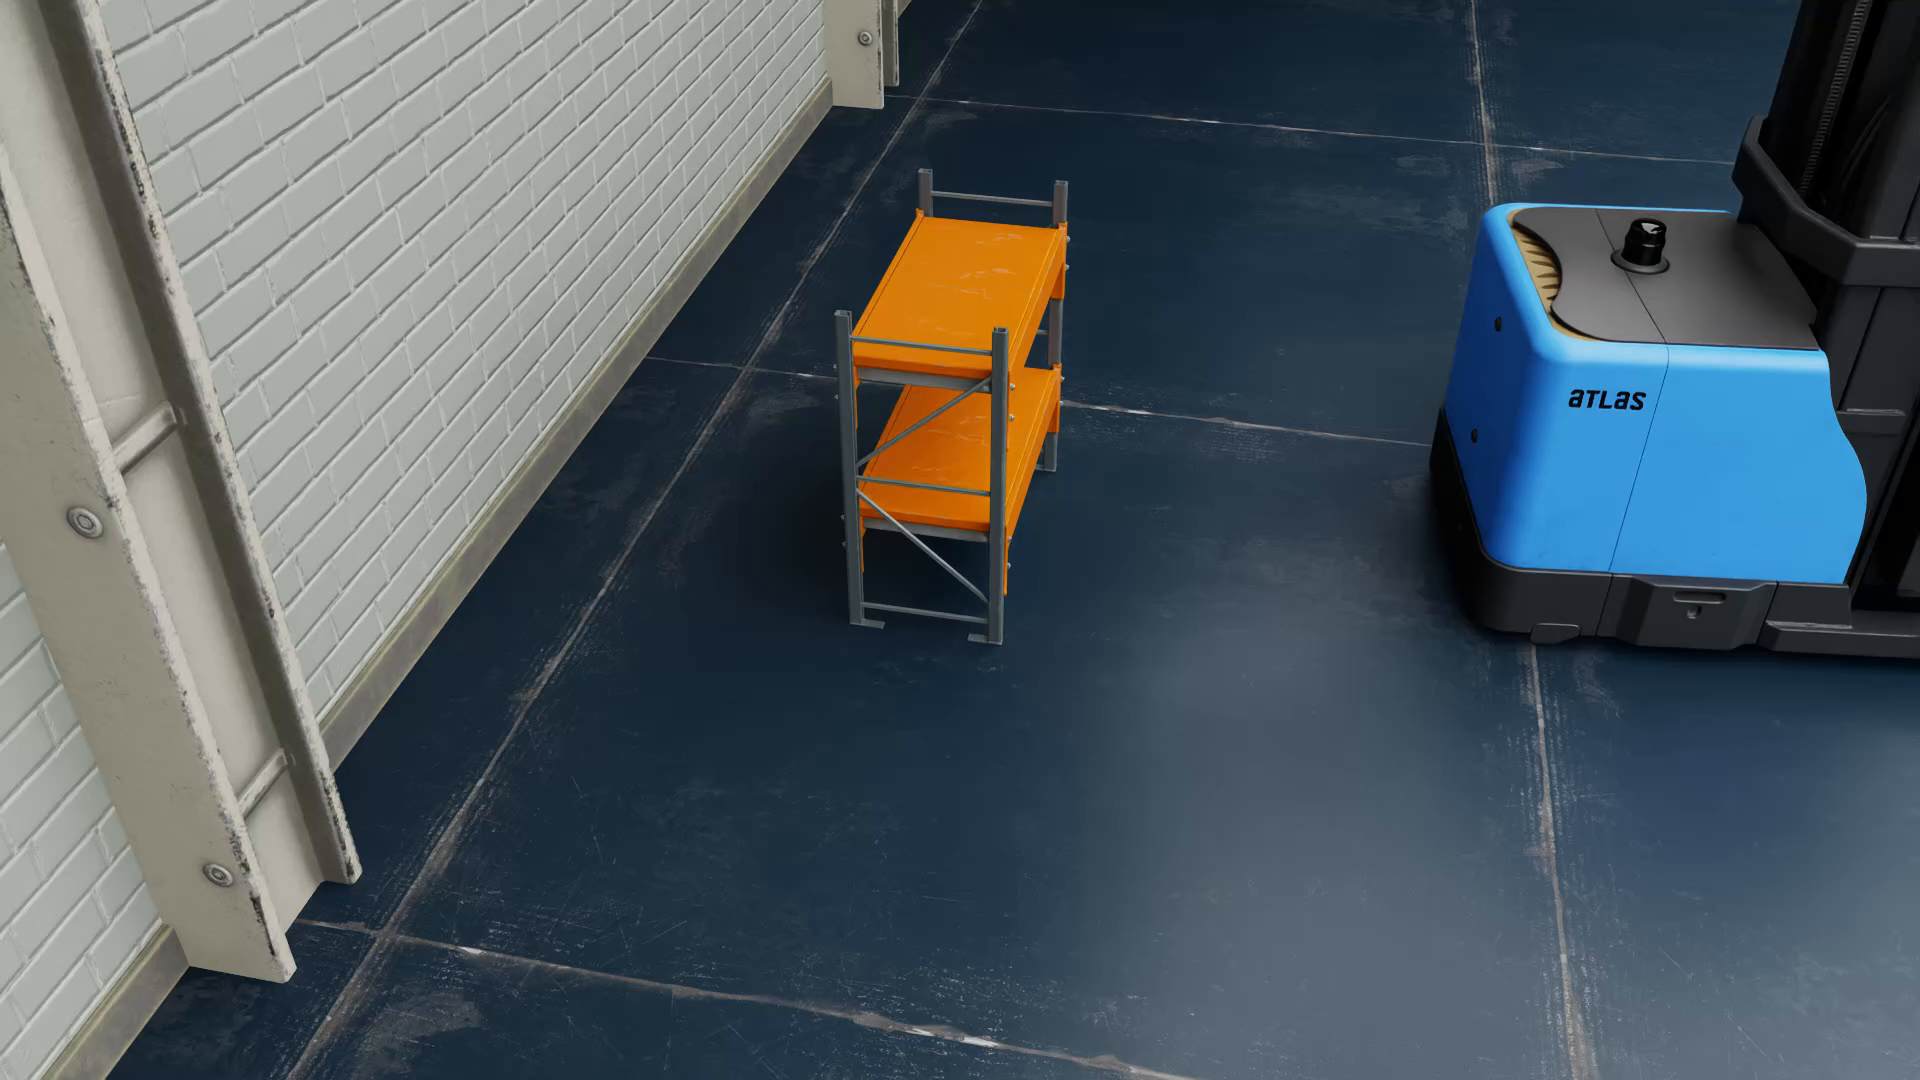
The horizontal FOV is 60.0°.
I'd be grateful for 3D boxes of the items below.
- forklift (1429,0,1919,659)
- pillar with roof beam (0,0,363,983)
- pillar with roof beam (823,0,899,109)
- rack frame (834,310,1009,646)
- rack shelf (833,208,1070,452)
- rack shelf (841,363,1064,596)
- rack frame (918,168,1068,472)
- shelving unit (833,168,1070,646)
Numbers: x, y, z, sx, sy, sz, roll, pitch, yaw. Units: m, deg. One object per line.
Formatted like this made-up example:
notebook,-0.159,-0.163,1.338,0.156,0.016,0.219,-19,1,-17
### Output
forklift,3.167,-1.077,4.738,3.031,2.935,1.130,3,36,4
pillar with roof beam,2.394,-2.116,1.001,9.100,9.000,0.400,7,37,10
pillar with roof beam,3.675,-5.556,5.747,9.100,9.000,0.400,7,37,10
rack frame,-0.110,-0.160,5.012,0.500,1.125,0.032,7,37,10
rack shelf,-0.001,-0.689,5.243,0.538,0.278,1.000,7,37,10
rack shelf,-0.001,-0.254,5.558,0.538,0.278,1.000,7,37,10
rack frame,0.107,-0.743,5.817,0.500,1.125,0.032,7,37,10
shelving unit,-0.001,-0.452,5.415,0.538,1.125,1.048,7,37,10
